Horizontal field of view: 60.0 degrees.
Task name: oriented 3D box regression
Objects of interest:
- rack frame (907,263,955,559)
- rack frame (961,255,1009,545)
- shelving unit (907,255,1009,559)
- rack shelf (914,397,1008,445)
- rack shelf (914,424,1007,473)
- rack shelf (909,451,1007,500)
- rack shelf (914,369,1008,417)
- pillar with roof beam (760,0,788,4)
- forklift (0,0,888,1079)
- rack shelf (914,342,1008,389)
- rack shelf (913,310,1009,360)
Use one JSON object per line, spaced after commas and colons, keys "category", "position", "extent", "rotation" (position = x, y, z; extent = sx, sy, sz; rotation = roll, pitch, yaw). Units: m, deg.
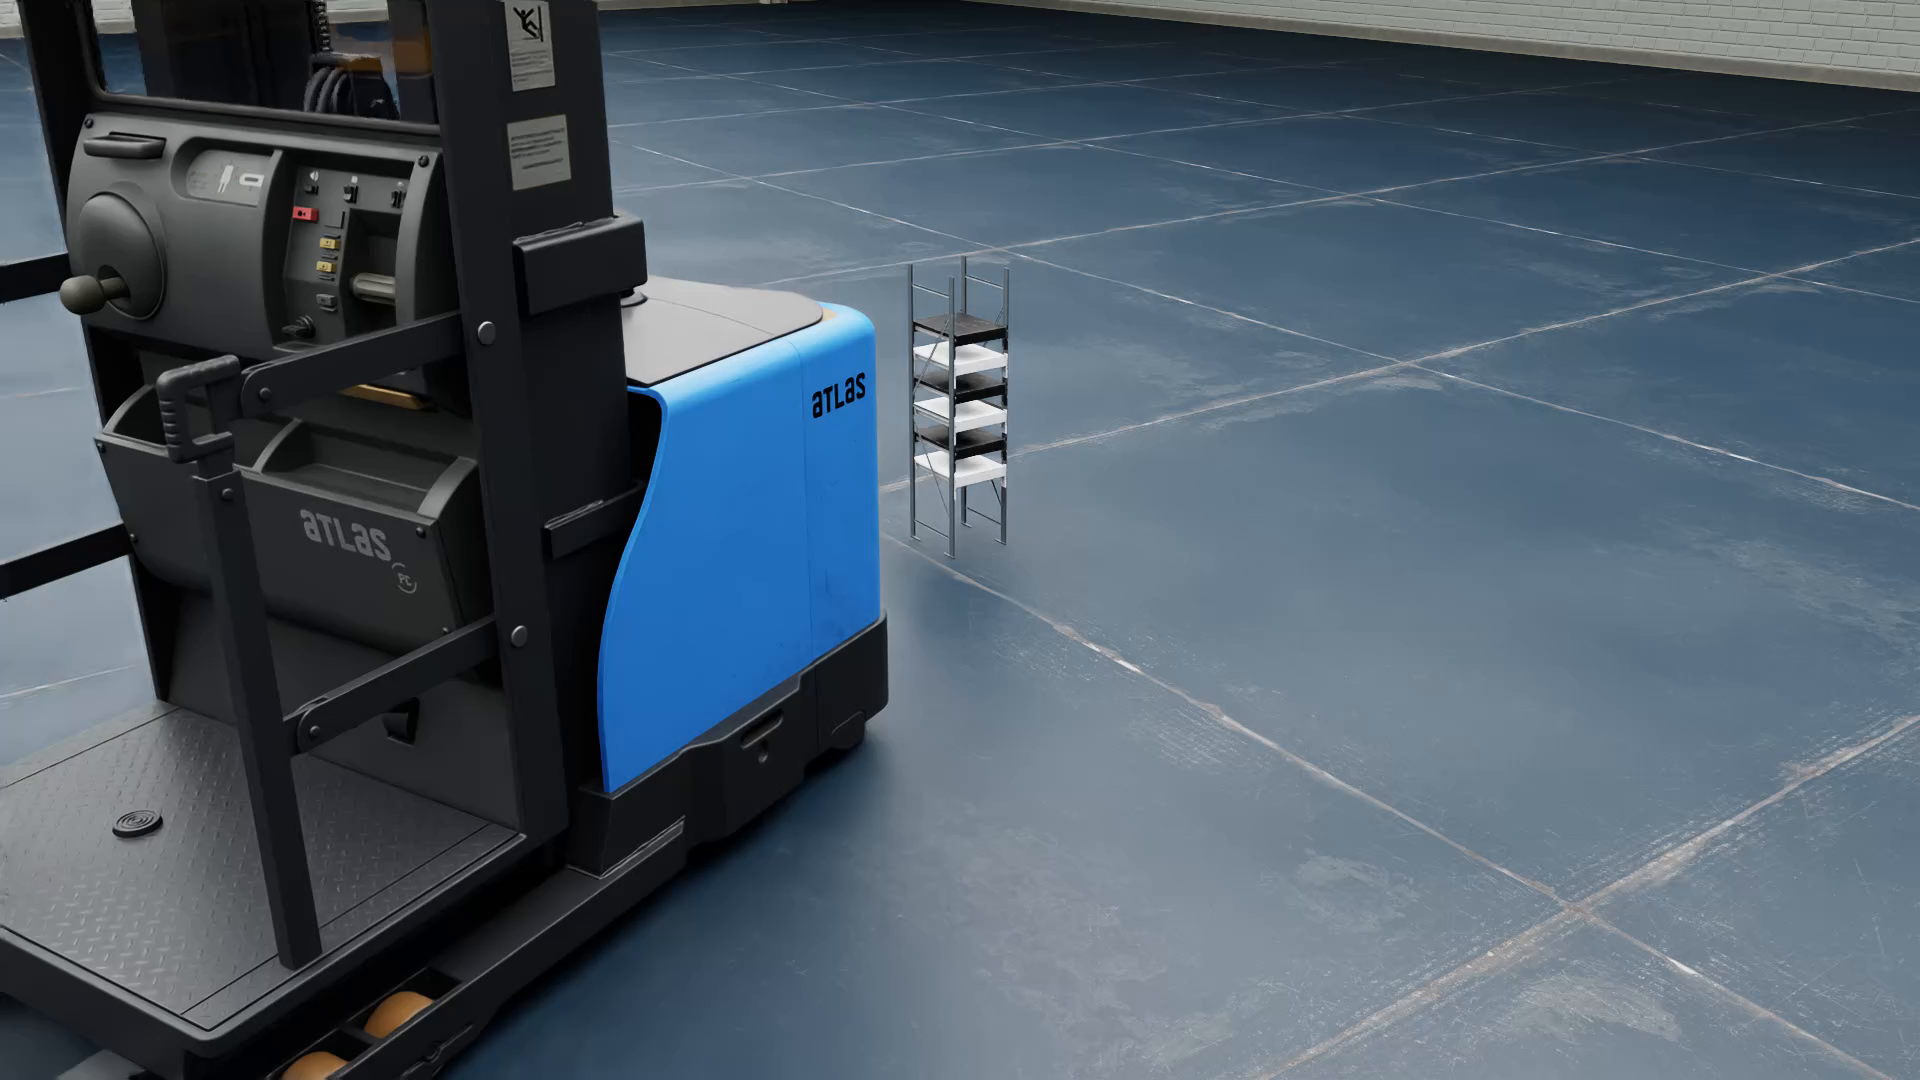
{"category": "rack frame", "position": [-0.089, -0.394, 5.170], "extent": [0.006, 0.900, 0.240], "rotation": [-15, 26, -33]}
{"category": "rack frame", "position": [0.076, -0.438, 5.280], "extent": [0.006, 0.900, 0.240], "rotation": [-15, 26, -33]}
{"category": "shelving unit", "position": [-0.007, -0.416, 5.225], "extent": [0.210, 0.900, 0.258], "rotation": [-15, 26, -33]}
{"category": "rack shelf", "position": [-0.007, -0.385, 5.238], "extent": [0.200, 0.077, 0.258], "rotation": [-15, 26, -33]}
{"category": "rack shelf", "position": [-0.007, -0.302, 5.271], "extent": [0.200, 0.077, 0.258], "rotation": [-15, 26, -33]}
{"category": "rack shelf", "position": [-0.007, -0.218, 5.304], "extent": [0.200, 0.077, 0.258], "rotation": [-15, 26, -33]}
{"category": "rack shelf", "position": [-0.007, -0.469, 5.204], "extent": [0.200, 0.077, 0.258], "rotation": [-15, 26, -33]}
{"category": "pillar with roof beam", "position": [-0.664, -12.029, 23.400], "extent": [0.400, 9.000, 9.100], "rotation": [-15, 26, -33]}
{"category": "forklift", "position": [-1.364, -0.520, 2.746], "extent": [1.130, 2.935, 3.031], "rotation": [12, 25, 28]}
{"category": "rack shelf", "position": [-0.007, -0.552, 5.171], "extent": [0.200, 0.077, 0.258], "rotation": [-15, 26, -33]}
{"category": "rack shelf", "position": [-0.007, -0.636, 5.137], "extent": [0.200, 0.077, 0.258], "rotation": [-15, 26, -33]}
